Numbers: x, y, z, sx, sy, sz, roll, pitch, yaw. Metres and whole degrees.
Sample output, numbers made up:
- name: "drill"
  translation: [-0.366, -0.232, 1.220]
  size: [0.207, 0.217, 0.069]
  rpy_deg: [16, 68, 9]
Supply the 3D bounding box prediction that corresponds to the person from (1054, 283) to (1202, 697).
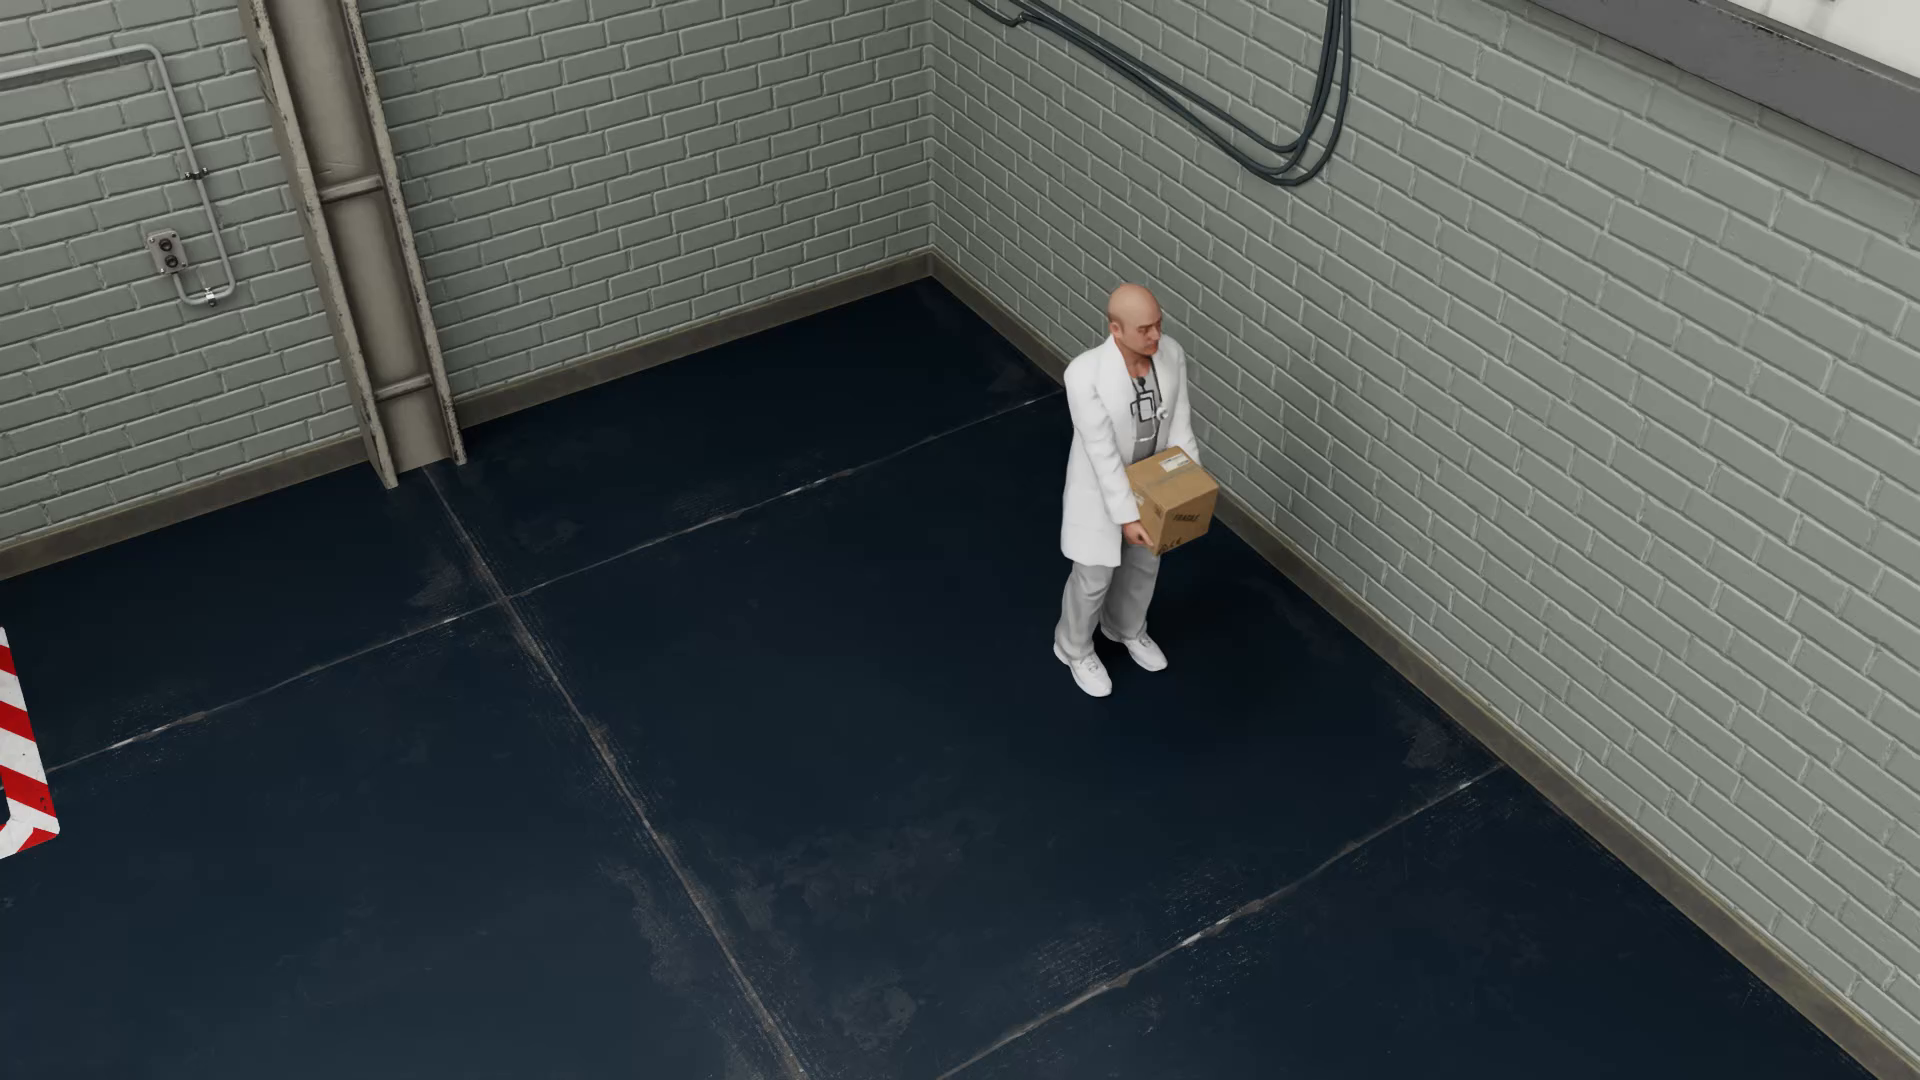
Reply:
- name: "person"
  translation: [0.667, -0.139, 6.335]
  size: [0.528, 1.780, 0.560]
  rpy_deg: [-23, 45, -25]
